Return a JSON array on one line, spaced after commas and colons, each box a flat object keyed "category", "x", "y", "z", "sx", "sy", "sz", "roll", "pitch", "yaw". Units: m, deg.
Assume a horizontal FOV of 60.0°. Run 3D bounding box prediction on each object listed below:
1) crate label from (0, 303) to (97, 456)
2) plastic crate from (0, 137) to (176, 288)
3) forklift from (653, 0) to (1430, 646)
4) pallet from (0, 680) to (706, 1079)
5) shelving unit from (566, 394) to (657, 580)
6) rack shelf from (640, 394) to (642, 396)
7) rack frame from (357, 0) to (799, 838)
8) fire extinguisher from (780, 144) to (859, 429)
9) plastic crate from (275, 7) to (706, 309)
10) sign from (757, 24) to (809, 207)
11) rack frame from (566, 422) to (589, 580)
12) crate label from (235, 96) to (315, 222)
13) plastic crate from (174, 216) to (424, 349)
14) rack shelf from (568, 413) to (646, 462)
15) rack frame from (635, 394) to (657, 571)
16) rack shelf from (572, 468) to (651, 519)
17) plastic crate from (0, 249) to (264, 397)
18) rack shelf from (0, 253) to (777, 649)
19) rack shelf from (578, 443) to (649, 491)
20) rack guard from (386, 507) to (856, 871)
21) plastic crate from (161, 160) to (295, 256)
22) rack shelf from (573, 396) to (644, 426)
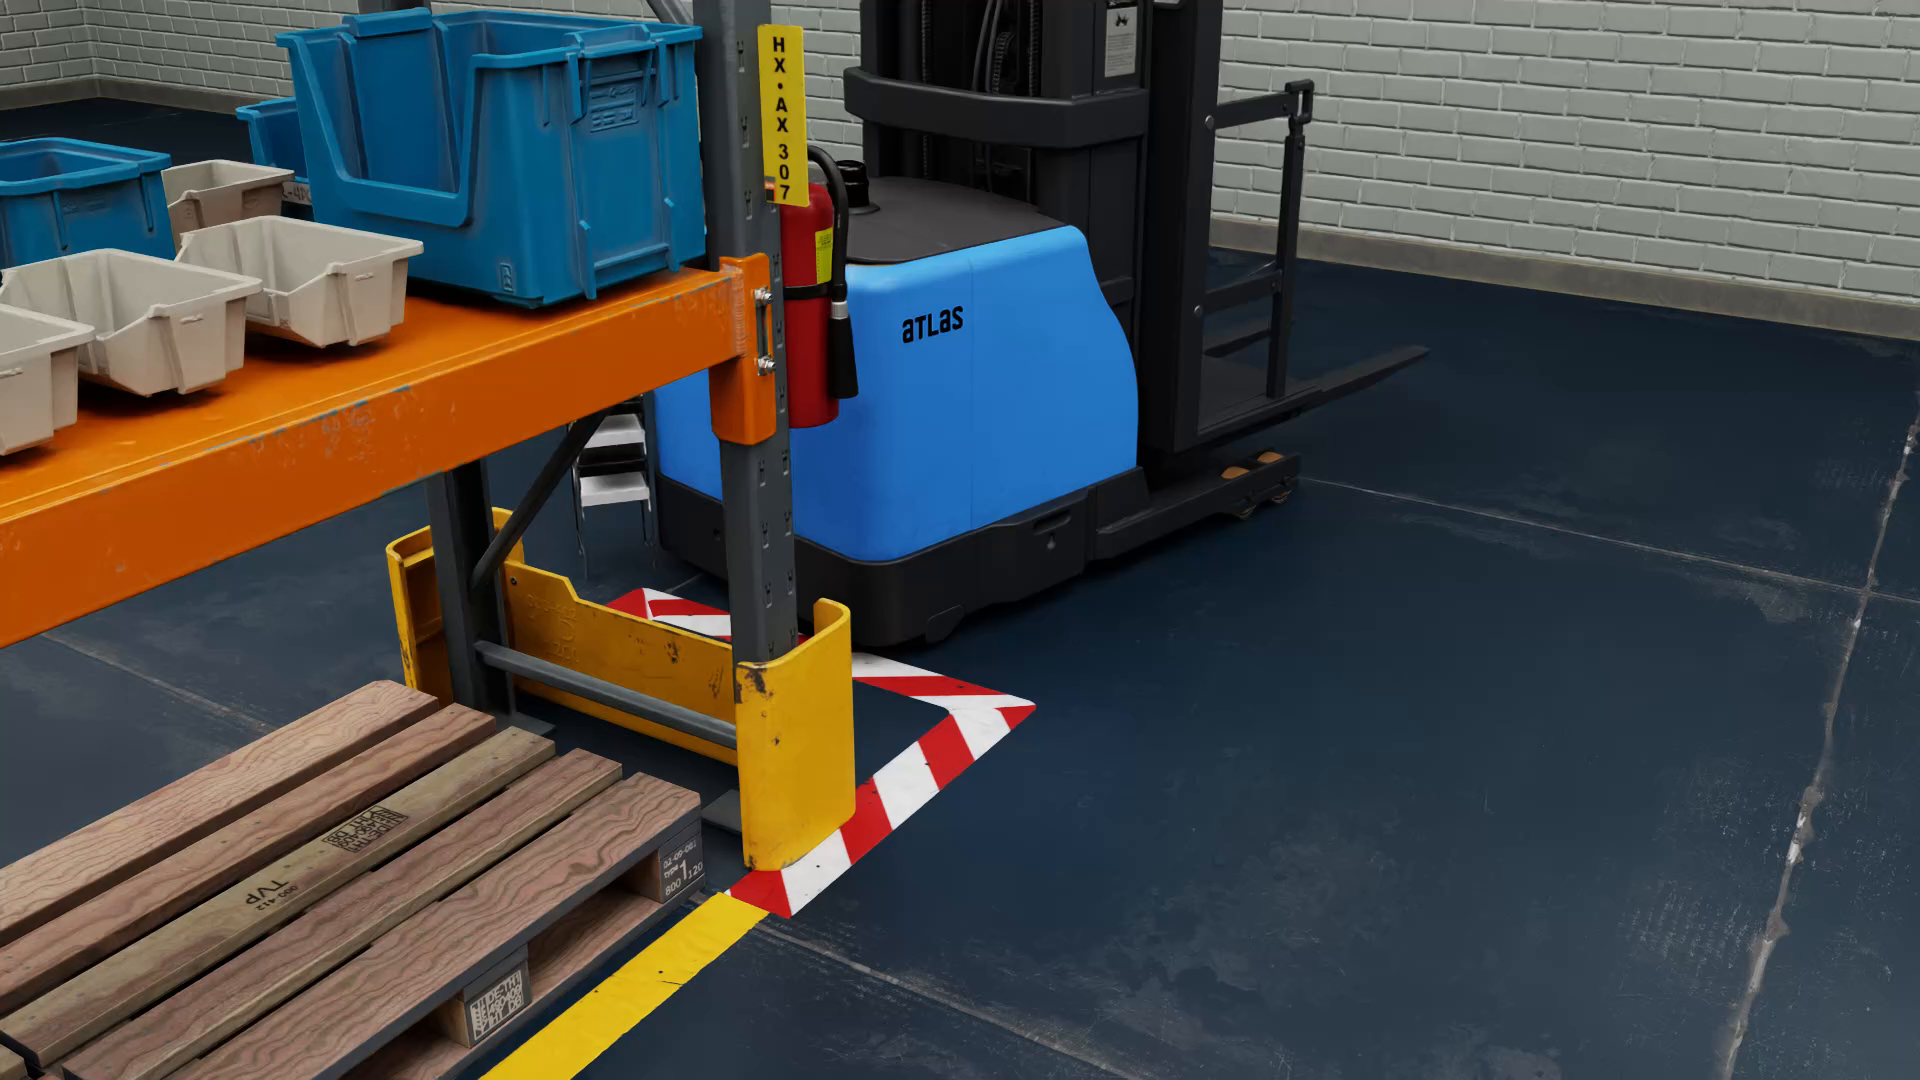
[{"category": "crate label", "x": -1.370, "y": -0.219, "z": 2.237, "sx": 0.396, "sy": 0.136, "sz": 0.243, "roll": 14, "pitch": 27, "yaw": 29}, {"category": "plastic crate", "x": -1.560, "y": -0.534, "z": 2.843, "sx": 0.416, "sy": 0.233, "sz": 0.300, "roll": 14, "pitch": 27, "yaw": 29}, {"category": "forklift", "x": 0.493, "y": -1.548, "z": 5.135, "sx": 3.031, "sy": 2.935, "sz": 1.130, "roll": -21, "pitch": 31, "yaw": -40}, {"category": "pallet", "x": -1.271, "y": 0.730, "z": 3.297, "sx": 1.003, "sy": 0.211, "sz": 1.213, "roll": 14, "pitch": 27, "yaw": 29}, {"category": "shelving unit", "x": -1.053, "y": -0.351, "z": 4.928, "sx": 0.210, "sy": 0.900, "sz": 0.258, "roll": -7, "pitch": 24, "yaw": -17}, {"category": "rack shelf", "x": -1.053, "y": -0.485, "z": 4.869, "sx": 0.200, "sy": 0.077, "sz": 0.258, "roll": -7, "pitch": 24, "yaw": -17}, {"category": "rack frame", "x": -0.803, "y": -0.820, "z": 3.368, "sx": 1.000, "sy": 3.000, "sz": 0.127, "roll": 14, "pitch": 27, "yaw": 29}, {"category": "fire extinguisher", "x": -0.337, "y": -0.569, "z": 3.355, "sx": 0.296, "sy": 0.674, "sz": 0.183, "roll": 14, "pitch": 27, "yaw": 29}, {"category": "plastic crate", "x": -0.821, "y": -0.711, "z": 2.997, "sx": 0.616, "sy": 0.435, "sz": 0.499, "roll": 14, "pitch": 27, "yaw": 29}, {"category": "sign", "x": -0.327, "y": -0.785, "z": 3.082, "sx": 0.100, "sy": 0.325, "sz": 0.005, "roll": 14, "pitch": 27, "yaw": 29}, {"category": "rack frame", "x": -1.149, "y": -0.338, "z": 4.899, "sx": 0.006, "sy": 0.900, "sz": 0.240, "roll": -7, "pitch": 24, "yaw": -17}, {"category": "crate label", "x": -1.213, "y": -0.756, "z": 3.356, "sx": 0.416, "sy": 0.233, "sz": 0.303, "roll": 14, "pitch": 27, "yaw": 29}, {"category": "plastic crate", "x": -1.079, "y": -0.413, "z": 2.685, "sx": 0.396, "sy": 0.136, "sz": 0.243, "roll": 14, "pitch": 27, "yaw": 29}, {"category": "rack shelf", "x": -1.053, "y": -0.320, "z": 4.941, "sx": 0.200, "sy": 0.077, "sz": 0.258, "roll": -7, "pitch": 24, "yaw": -17}, {"category": "rack frame", "x": -0.956, "y": -0.363, "z": 4.957, "sx": 0.006, "sy": 0.900, "sz": 0.240, "roll": -7, "pitch": 24, "yaw": -17}, {"category": "rack shelf", "x": -1.053, "y": -0.155, "z": 5.012, "sx": 0.200, "sy": 0.077, "sz": 0.258, "roll": -7, "pitch": 24, "yaw": -17}, {"category": "plastic crate", "x": -1.244, "y": -0.318, "z": 2.466, "sx": 0.396, "sy": 0.136, "sz": 0.243, "roll": 14, "pitch": 27, "yaw": 29}, {"category": "rack shelf", "x": -1.858, "y": 0.186, "z": 1.951, "sx": 1.077, "sy": 0.370, "sz": 4.000, "roll": 14, "pitch": 27, "yaw": 29}, {"category": "rack shelf", "x": -1.053, "y": -0.238, "z": 4.977, "sx": 0.200, "sy": 0.077, "sz": 0.258, "roll": -7, "pitch": 24, "yaw": -17}, {"category": "rack guard", "x": -0.801, "y": 0.317, "z": 3.889, "sx": 1.175, "sy": 0.500, "sz": 0.348, "roll": 14, "pitch": 27, "yaw": 29}, {"category": "plastic crate", "x": -1.452, "y": -0.621, "z": 3.165, "sx": 0.250, "sy": 0.136, "sz": 0.298, "roll": 14, "pitch": 27, "yaw": 29}, {"category": "rack shelf", "x": -1.053, "y": -0.403, "z": 4.905, "sx": 0.200, "sy": 0.077, "sz": 0.258, "roll": -7, "pitch": 24, "yaw": -17}]
